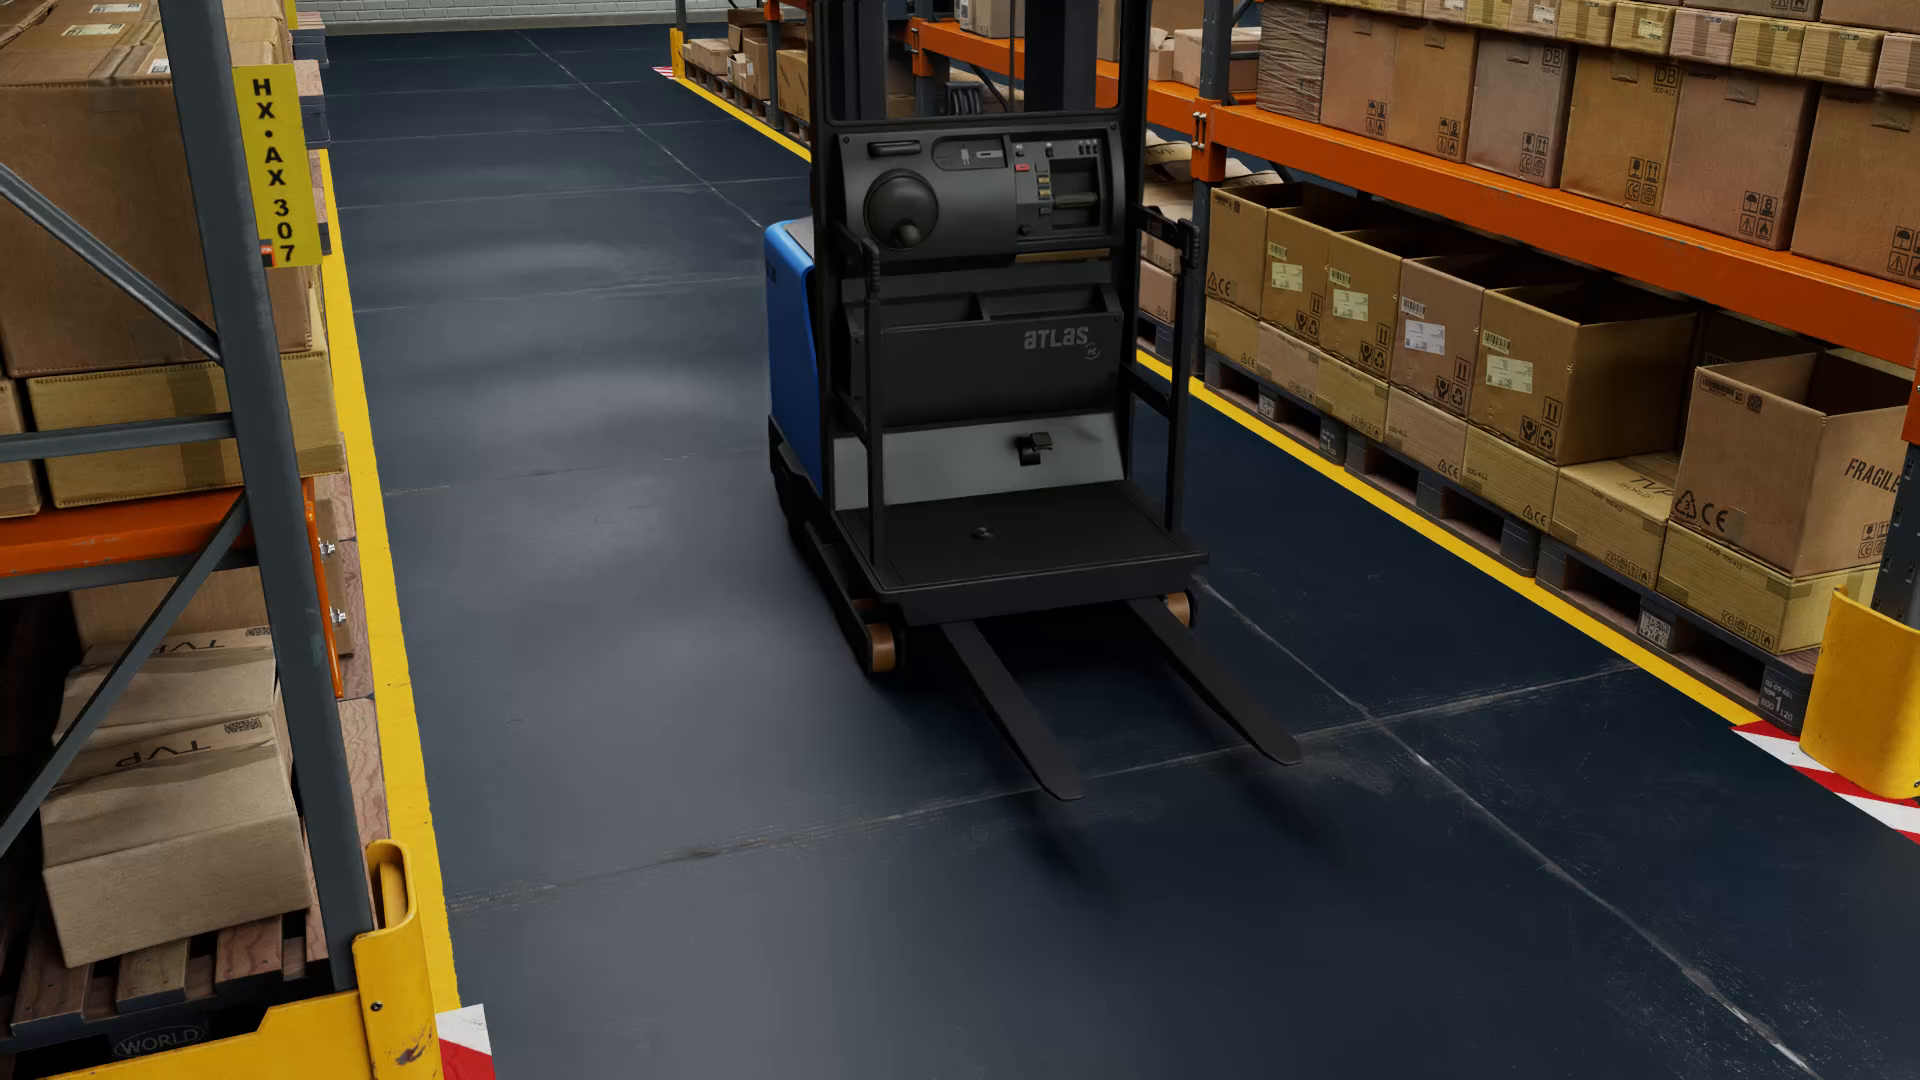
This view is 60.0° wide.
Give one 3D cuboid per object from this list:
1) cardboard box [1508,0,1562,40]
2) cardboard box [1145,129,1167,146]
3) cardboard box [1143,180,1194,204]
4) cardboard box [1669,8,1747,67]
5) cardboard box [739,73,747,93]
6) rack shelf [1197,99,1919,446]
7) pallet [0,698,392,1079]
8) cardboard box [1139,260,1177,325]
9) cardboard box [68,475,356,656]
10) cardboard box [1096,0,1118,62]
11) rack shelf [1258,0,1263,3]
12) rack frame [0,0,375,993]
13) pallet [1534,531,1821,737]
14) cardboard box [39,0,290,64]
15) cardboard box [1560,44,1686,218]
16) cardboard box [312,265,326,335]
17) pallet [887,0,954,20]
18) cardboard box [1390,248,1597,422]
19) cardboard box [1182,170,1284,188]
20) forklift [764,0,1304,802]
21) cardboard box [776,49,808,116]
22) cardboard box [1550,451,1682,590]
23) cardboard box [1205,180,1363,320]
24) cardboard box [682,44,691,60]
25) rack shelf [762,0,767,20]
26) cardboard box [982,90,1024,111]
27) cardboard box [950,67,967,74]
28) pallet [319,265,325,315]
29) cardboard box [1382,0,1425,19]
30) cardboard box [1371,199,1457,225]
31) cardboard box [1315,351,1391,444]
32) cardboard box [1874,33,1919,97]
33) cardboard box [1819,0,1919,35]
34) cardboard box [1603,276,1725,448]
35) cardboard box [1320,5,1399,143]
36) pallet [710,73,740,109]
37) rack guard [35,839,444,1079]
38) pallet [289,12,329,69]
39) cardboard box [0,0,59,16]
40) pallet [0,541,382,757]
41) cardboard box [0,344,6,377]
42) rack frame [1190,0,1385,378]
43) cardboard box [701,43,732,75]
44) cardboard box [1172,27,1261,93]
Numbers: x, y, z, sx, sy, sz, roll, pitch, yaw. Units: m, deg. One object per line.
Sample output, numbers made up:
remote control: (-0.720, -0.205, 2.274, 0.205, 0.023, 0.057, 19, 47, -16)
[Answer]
cardboard box: (2.147, -1.835, 5.779, 0.380, 0.149, 0.250, -9, 24, -20)
cardboard box: (0.965, -2.378, 10.307, 0.500, 0.311, 0.500, -9, 24, -19)
cardboard box: (0.996, -1.749, 8.814, 0.500, 0.311, 0.500, -8, 24, -18)
cardboard box: (2.426, -1.552, 5.105, 0.380, 0.149, 0.250, -8, 24, -18)
cardboard box: (-1.885, -4.360, 15.836, 0.380, 0.149, 0.250, -8, 24, -19)
rack shelf: (2.303, -1.210, 6.184, 1.077, 0.370, 4.000, -8, 24, -19)
pallet: (-1.904, 0.824, 4.023, 1.003, 0.211, 1.213, -8, 24, -19)
cardboard box: (1.179, -1.305, 8.484, 0.500, 0.250, 0.500, -9, 24, -20)
cardboard box: (-2.197, 0.071, 4.870, 0.700, 0.500, 0.500, -10, 25, -22)
cardboard box: (0.978, -2.969, 9.302, 0.500, 0.500, 0.500, -8, 24, -19)
rack shelf: (4.113, -4.795, 14.690, 1.077, 0.370, 4.000, -8, 24, -19)
rack frame: (-1.620, -0.134, 2.705, 0.949, 2.616, 0.053, -8, 24, -19)
pallet: (2.701, 0.198, 5.507, 1.003, 0.211, 1.213, -8, 24, -19)
cardboard box: (-1.852, -1.003, 3.970, 0.500, 0.500, 0.500, -9, 25, -21)
cardboard box: (2.497, -1.403, 5.588, 0.700, 0.500, 0.500, -8, 24, -19)
cardboard box: (-1.870, -0.667, 4.138, 0.500, 0.250, 0.500, -9, 24, -20)
pallet: (-0.121, -3.869, 11.816, 1.213, 0.211, 1.003, -8, 24, -19)
cardboard box: (2.000, -0.784, 6.281, 0.500, 0.500, 0.500, -8, 24, -19)
cardboard box: (1.512, -1.820, 8.983, 0.500, 0.311, 0.500, -9, 24, -20)
forklift: (0.141, -1.098, 5.082, 1.130, 2.935, 3.031, -7, 24, -15)
cardboard box: (-1.286, -4.016, 14.569, 0.500, 0.500, 0.500, -9, 25, -21)
cardboard box: (2.356, -0.075, 5.566, 0.500, 0.250, 0.500, -8, 24, -19)
cardboard box: (1.468, -1.328, 7.574, 0.500, 0.500, 0.500, -8, 24, -19)
cardboard box: (-2.816, -5.318, 18.109, 0.380, 0.149, 0.250, -8, 24, -19)
rack shelf: (-1.936, -5.570, 16.529, 1.077, 0.370, 4.000, -8, 24, -19)
cardboard box: (0.290, -2.977, 12.102, 0.500, 0.500, 0.500, -7, 24, -17)
cardboard box: (-0.262, -3.538, 13.434, 0.500, 0.500, 0.500, -9, 25, -21)
pallet: (-4.175, -1.471, 9.468, 1.003, 0.211, 1.213, -8, 24, -19)
cardboard box: (1.873, -2.118, 6.448, 0.380, 0.149, 0.250, -9, 25, -21)
cardboard box: (2.131, -1.218, 7.312, 0.500, 0.500, 0.500, -8, 24, -19)
cardboard box: (1.821, -0.619, 6.857, 0.500, 0.250, 0.500, -8, 24, -19)
cardboard box: (2.697, -1.272, 4.442, 0.380, 0.149, 0.250, -9, 24, -20)
cardboard box: (2.838, -1.649, 4.501, 0.700, 0.500, 0.500, -8, 24, -19)
cardboard box: (2.661, -0.673, 6.019, 0.500, 0.500, 0.500, -8, 24, -19)
cardboard box: (1.952, -1.963, 6.916, 0.700, 0.500, 0.500, -9, 24, -20)
pallet: (-1.906, -4.583, 16.853, 1.003, 0.211, 1.213, -8, 24, -19)
rack guard: (-1.650, 0.991, 3.255, 1.175, 0.500, 0.348, -8, 24, -19)
pallet: (-4.098, -2.707, 9.059, 1.213, 0.211, 1.003, -8, 24, -19)
cardboard box: (-2.522, -1.116, 4.237, 0.500, 0.500, 0.500, -8, 24, -18)
pallet: (-2.331, 0.381, 5.073, 1.003, 0.211, 1.213, -8, 24, -19)
cardboard box: (-1.988, -0.561, 2.921, 0.500, 0.500, 0.500, -9, 24, -20)
rack frame: (1.597, -2.268, 7.769, 1.000, 3.000, 0.127, -8, 24, -19)
cardboard box: (-2.362, -4.964, 17.139, 0.500, 0.250, 0.500, -8, 24, -19)
cardboard box: (1.382, -2.372, 8.208, 0.500, 0.250, 0.500, -7, 24, -16)
